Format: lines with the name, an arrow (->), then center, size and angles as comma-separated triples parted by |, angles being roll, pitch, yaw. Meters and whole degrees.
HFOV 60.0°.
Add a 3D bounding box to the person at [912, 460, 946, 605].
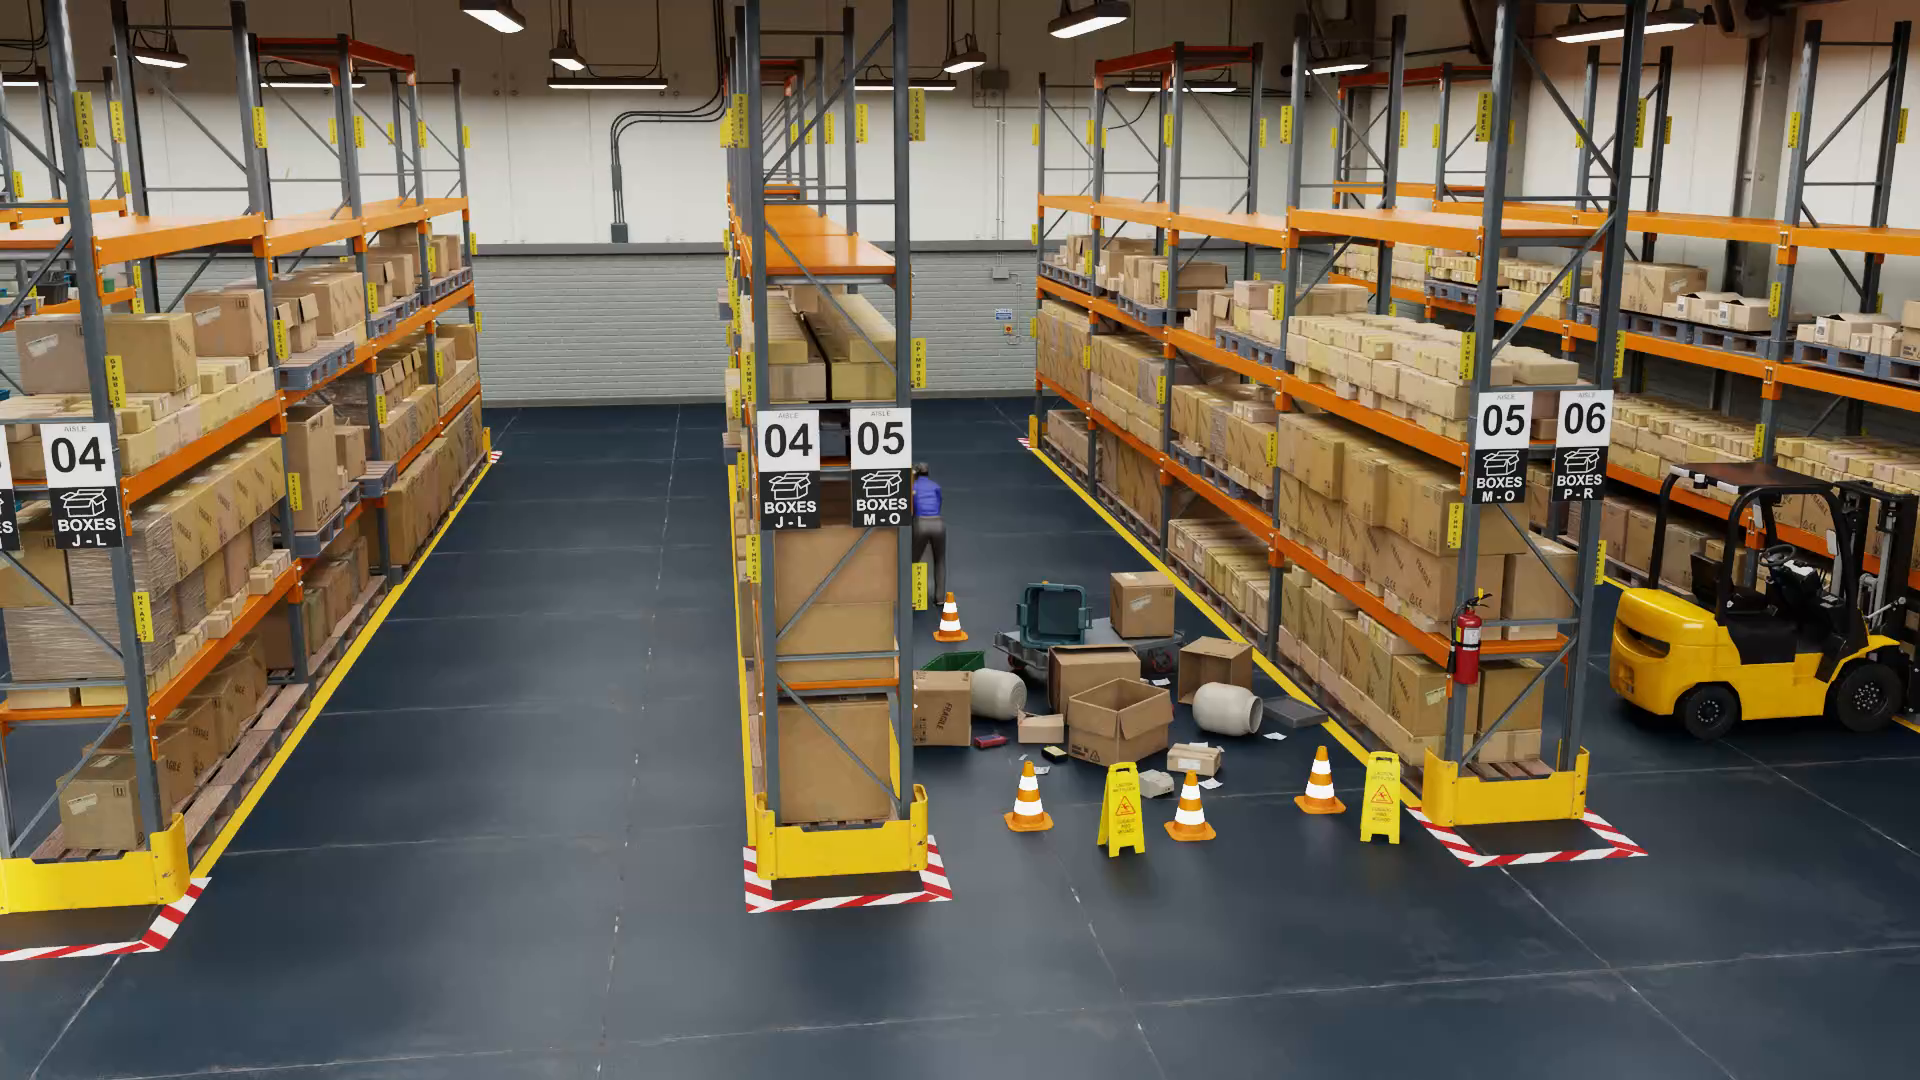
person -> -0.370, -0.072, 18.099 | 0.402, 1.531, 0.614 | -2, 13, -10
